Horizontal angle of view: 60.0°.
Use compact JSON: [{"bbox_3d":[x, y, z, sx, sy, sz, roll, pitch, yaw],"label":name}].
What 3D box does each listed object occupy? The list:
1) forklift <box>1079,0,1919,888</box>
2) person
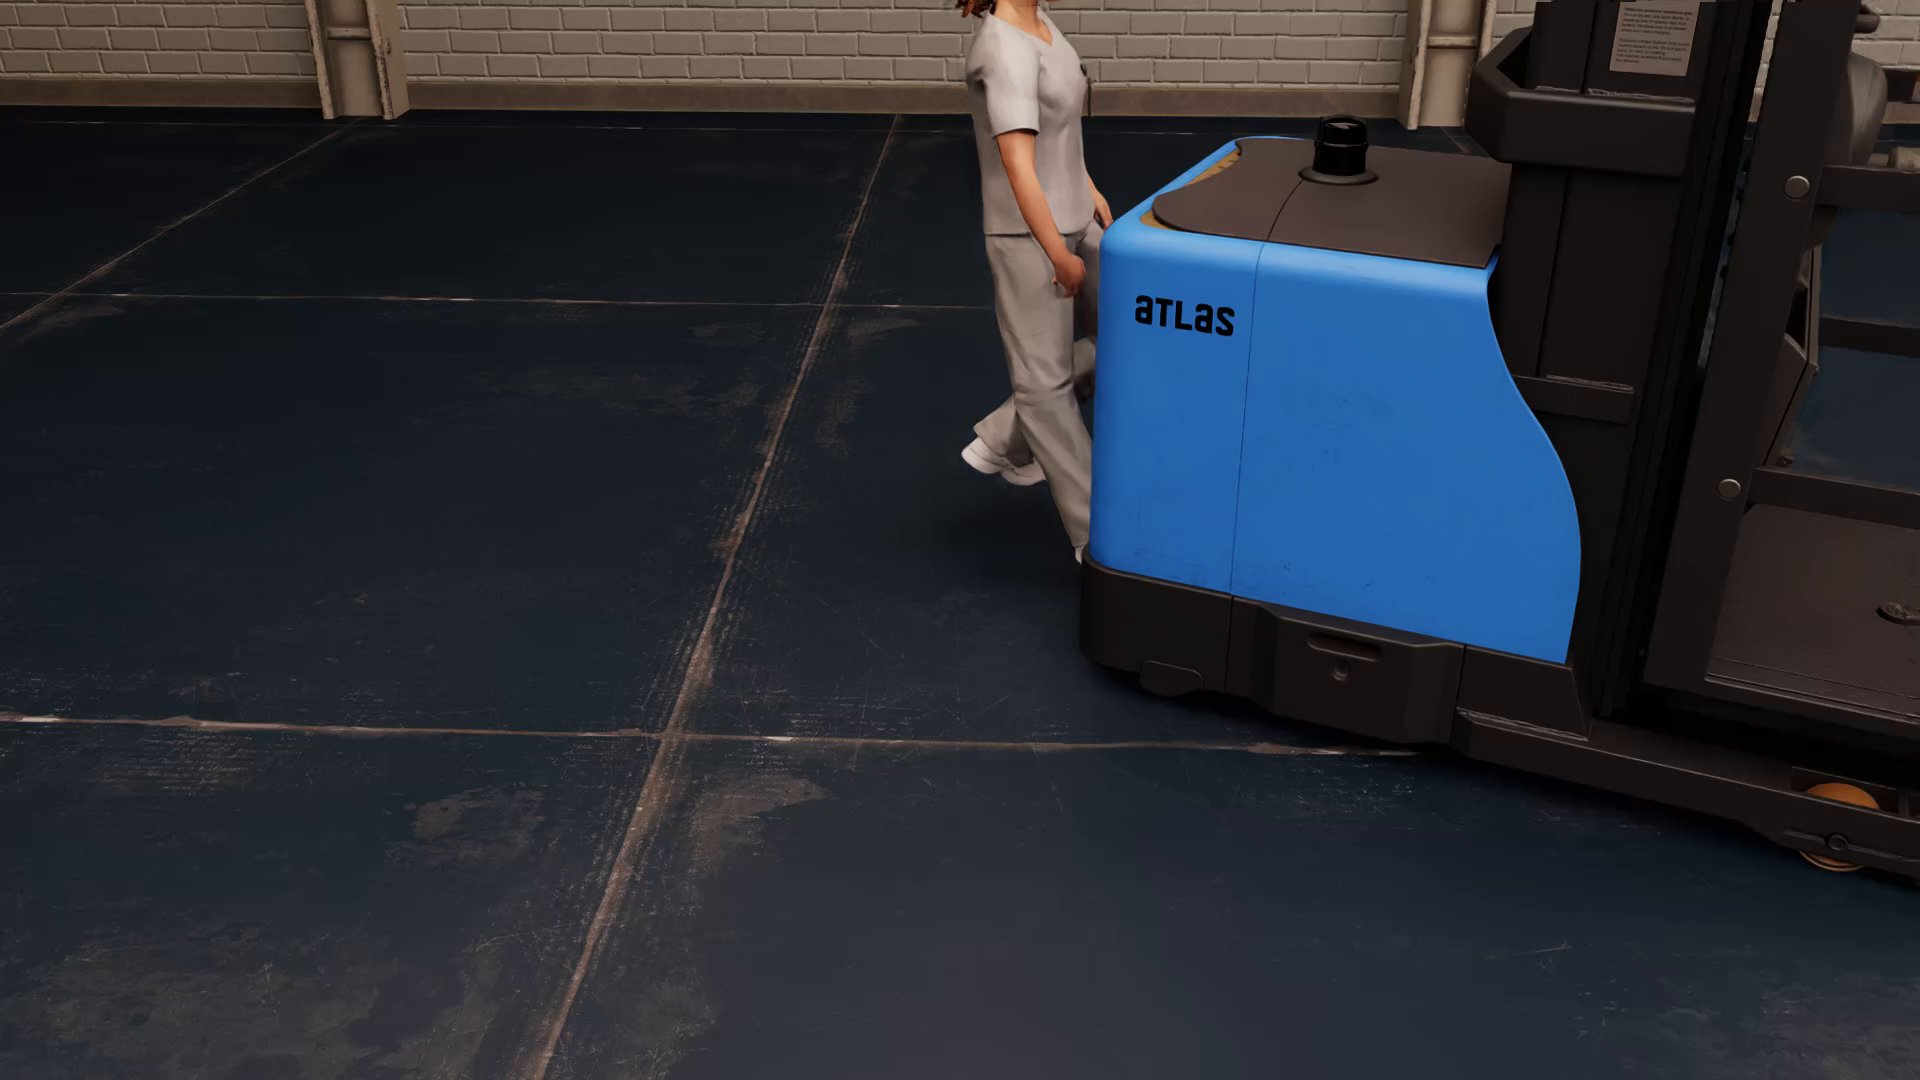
[{"bbox_3d":[1.834,-0.905,3.043,3.031,2.935,1.130,12,29,23],"label":"forklift"},{"bbox_3d":[0.324,-0.777,4.192,0.713,1.591,0.626,8,27,16],"label":"person"}]
